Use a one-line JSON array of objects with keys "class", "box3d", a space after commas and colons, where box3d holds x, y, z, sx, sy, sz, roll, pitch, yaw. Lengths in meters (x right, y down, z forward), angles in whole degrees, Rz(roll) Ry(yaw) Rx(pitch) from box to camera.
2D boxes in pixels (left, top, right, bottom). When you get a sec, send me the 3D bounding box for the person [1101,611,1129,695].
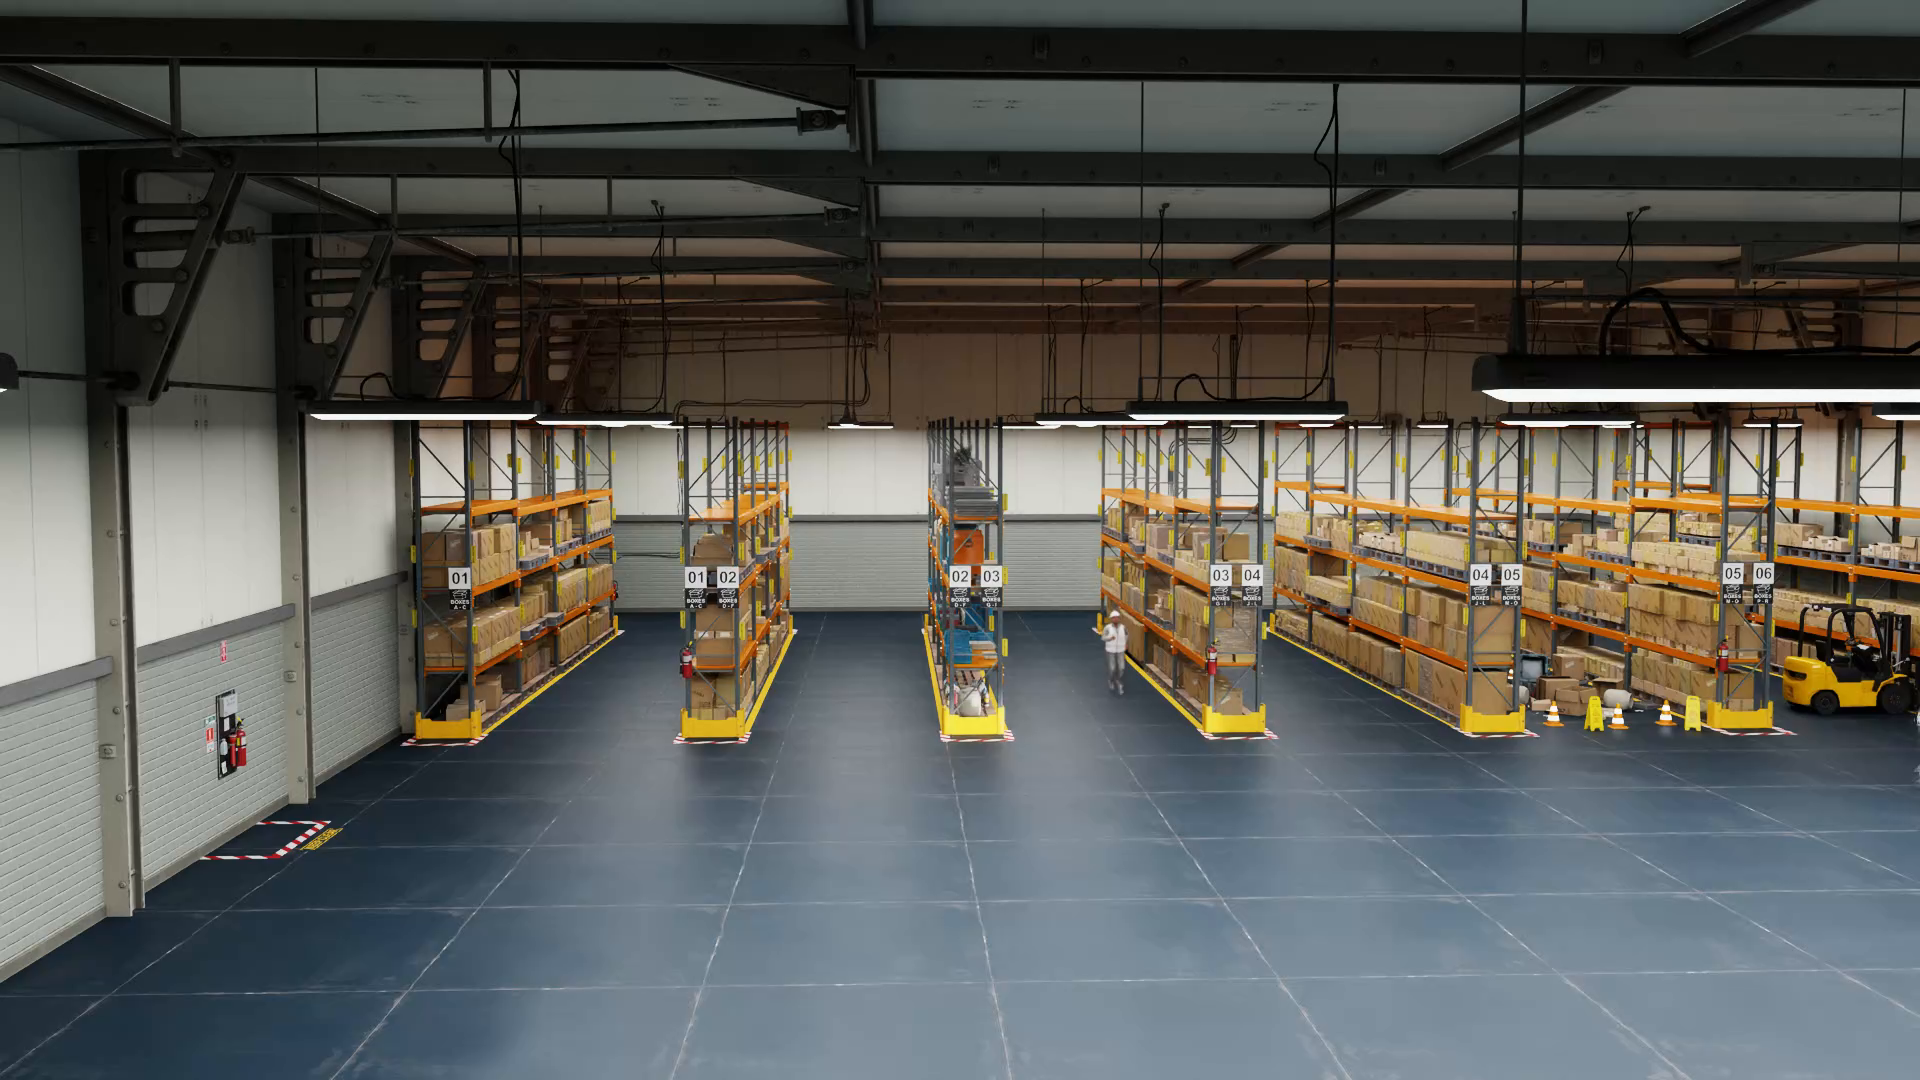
[{"class": "person", "box3d": [3.406, 2.464, 36.383, 0.639, 1.825, 0.734, 0, 4, -2]}]
